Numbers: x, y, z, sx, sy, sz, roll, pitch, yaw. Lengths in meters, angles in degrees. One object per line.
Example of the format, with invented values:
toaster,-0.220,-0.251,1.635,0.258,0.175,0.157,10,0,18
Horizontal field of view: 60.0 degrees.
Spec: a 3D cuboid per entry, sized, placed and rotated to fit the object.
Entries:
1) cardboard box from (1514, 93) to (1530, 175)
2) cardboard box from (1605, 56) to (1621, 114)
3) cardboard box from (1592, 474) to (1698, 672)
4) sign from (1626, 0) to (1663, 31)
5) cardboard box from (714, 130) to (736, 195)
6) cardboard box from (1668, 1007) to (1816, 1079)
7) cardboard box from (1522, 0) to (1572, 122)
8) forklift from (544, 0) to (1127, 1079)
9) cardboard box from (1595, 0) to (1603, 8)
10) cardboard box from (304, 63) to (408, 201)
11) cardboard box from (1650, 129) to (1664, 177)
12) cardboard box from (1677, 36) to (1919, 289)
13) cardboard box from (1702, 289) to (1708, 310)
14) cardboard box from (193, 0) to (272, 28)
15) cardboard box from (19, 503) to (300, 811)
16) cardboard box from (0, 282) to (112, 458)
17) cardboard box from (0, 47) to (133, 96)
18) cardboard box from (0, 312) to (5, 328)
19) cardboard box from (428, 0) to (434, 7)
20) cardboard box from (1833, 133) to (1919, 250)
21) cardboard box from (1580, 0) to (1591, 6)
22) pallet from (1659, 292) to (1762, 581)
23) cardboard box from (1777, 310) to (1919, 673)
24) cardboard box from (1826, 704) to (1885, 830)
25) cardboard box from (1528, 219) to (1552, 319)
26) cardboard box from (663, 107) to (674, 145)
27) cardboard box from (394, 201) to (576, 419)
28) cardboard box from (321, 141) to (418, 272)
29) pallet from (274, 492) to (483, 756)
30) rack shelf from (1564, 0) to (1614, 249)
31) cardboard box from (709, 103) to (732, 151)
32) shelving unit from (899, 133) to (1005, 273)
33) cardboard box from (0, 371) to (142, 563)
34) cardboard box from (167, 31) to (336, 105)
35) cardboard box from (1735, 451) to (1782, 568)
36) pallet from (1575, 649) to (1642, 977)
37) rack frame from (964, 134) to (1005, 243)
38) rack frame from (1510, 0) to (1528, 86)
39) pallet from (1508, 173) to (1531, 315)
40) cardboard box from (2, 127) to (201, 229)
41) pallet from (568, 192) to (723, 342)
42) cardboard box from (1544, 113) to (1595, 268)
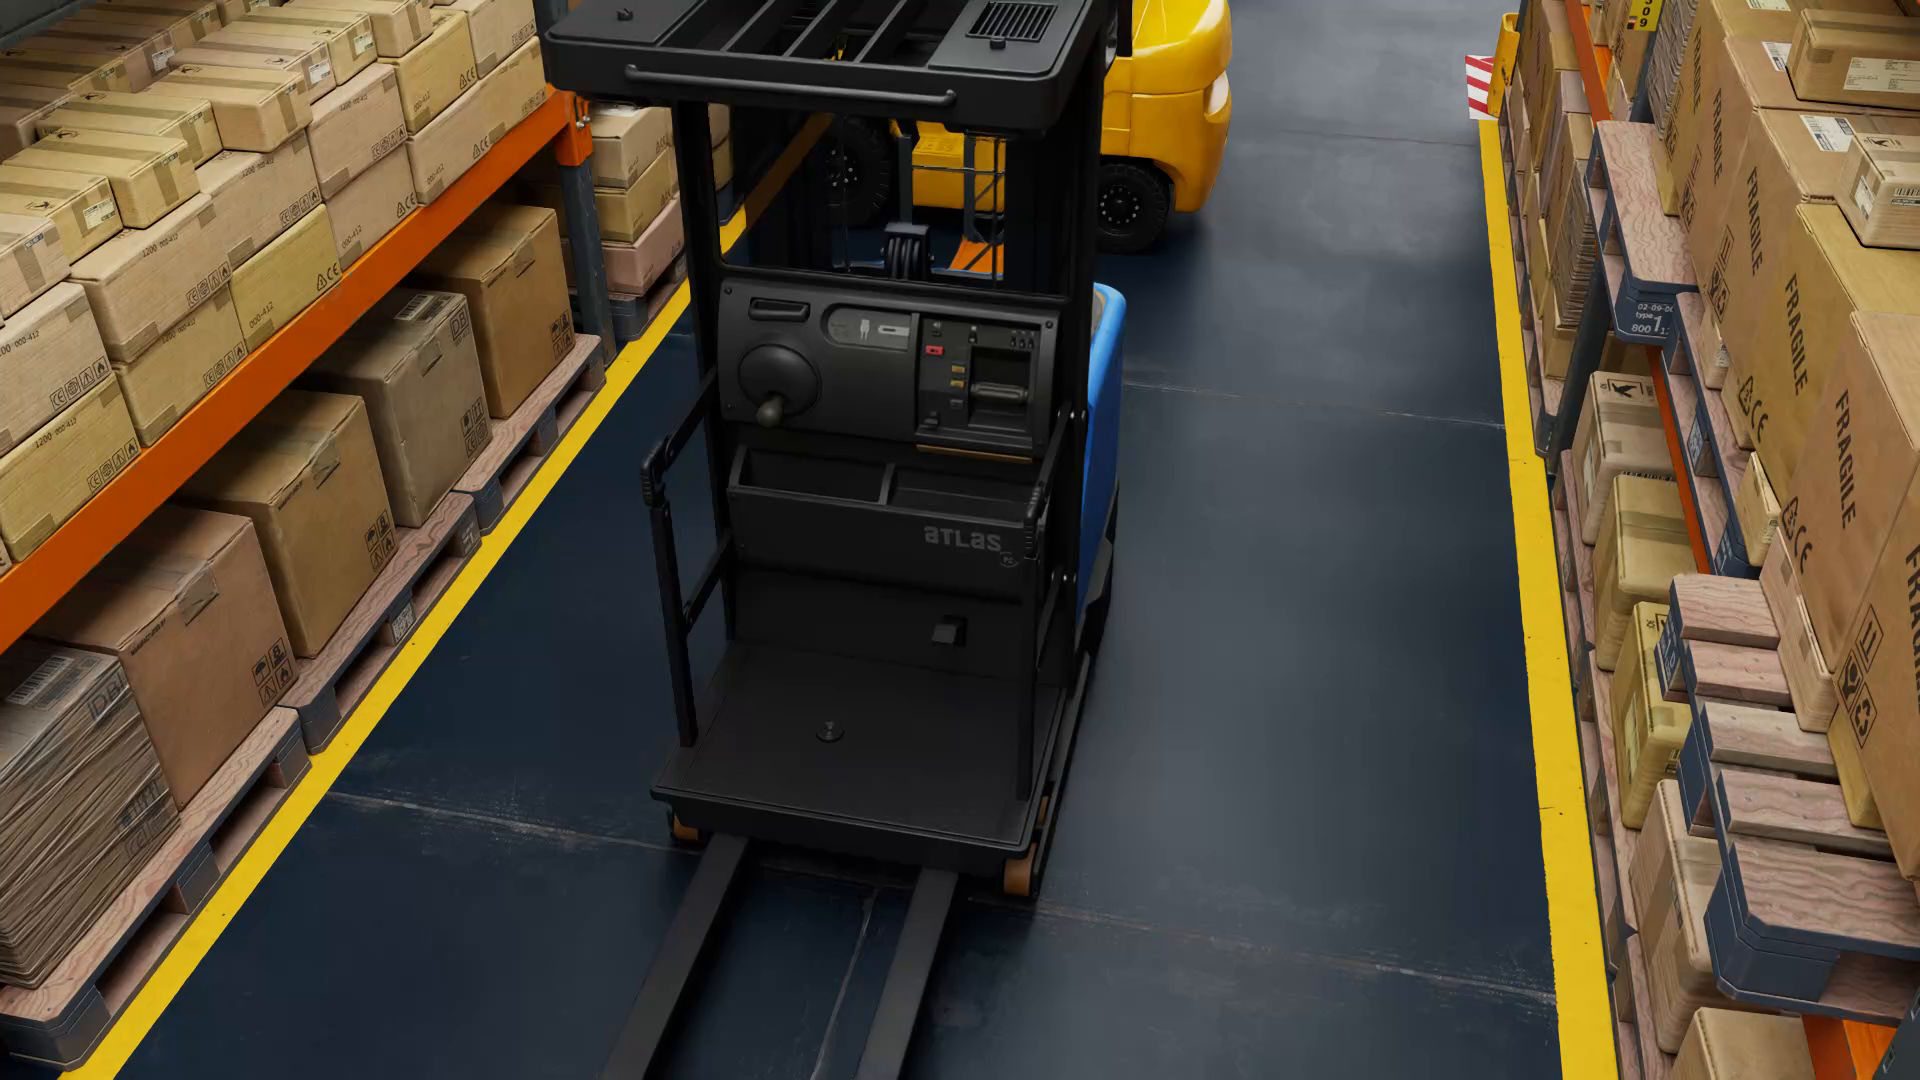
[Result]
cardboard box,3.126,-2.068,8.532,0.500,0.250,0.500,9,37,12
cardboard box,2.647,-1.702,6.256,0.380,0.149,0.250,8,37,11
cardboard box,2.570,0.170,5.340,0.950,0.372,0.625,10,37,13
sign,2.298,-1.851,5.511,0.100,0.325,0.005,7,37,10
cardboard box,-1.405,-1.939,8.355,0.500,0.250,0.500,8,37,11
cardboard box,2.106,1.427,3.606,0.950,0.372,0.625,5,36,7
cardboard box,3.130,-2.349,8.281,0.500,0.500,0.500,6,36,8
forklift,-0.246,-0.399,4.302,1.130,2.935,3.031,7,37,10
cardboard box,2.892,-2.478,6.774,0.500,0.500,0.500,8,37,11
cardboard box,-2.093,-1.297,5.186,0.500,0.250,0.500,8,37,11
cardboard box,2.403,-1.228,5.245,0.380,0.149,0.250,8,37,11
cardboard box,2.224,-0.966,4.331,0.500,0.500,0.500,7,37,10
cardboard box,2.205,-0.630,4.420,0.380,0.149,0.250,8,37,10
cardboard box,-2.502,-1.746,5.466,0.380,0.149,0.250,7,37,10
cardboard box,-2.596,0.296,4.951,0.875,0.625,0.625,8,37,11
cardboard box,-2.433,-0.416,3.970,0.500,0.250,0.500,8,37,11
cardboard box,-2.676,-1.318,4.874,0.380,0.149,0.250,8,37,10
cardboard box,-2.433,-0.517,3.769,0.380,0.149,0.250,8,37,11
cardboard box,-2.017,-1.853,5.612,0.380,0.149,0.250,7,37,10
cardboard box,2.049,-0.711,3.426,0.380,0.149,0.250,6,36,8
cardboard box,2.918,-2.436,7.269,0.380,0.149,0.250,8,37,10
pallet,2.358,-0.206,4.142,1.003,0.211,1.213,7,37,10
cardboard box,1.901,-0.068,3.091,0.500,0.500,0.500,7,36,9
cardboard box,1.802,0.408,2.988,0.380,0.149,0.250,8,37,11
cardboard box,2.798,-1.173,7.298,0.500,0.250,0.500,6,36,9
cardboard box,-1.491,-2.049,7.654,0.500,0.250,0.500,7,37,10
cardboard box,-2.120,-0.965,6.691,0.875,0.625,0.625,9,37,12
cardboard box,-2.110,-1.105,5.346,0.500,0.250,0.500,8,37,10
pallet,-2.398,0.201,5.793,1.003,0.211,1.213,7,37,10
rack shelf,3.257,-2.292,7.470,1.077,0.370,4.000,7,37,10
cardboard box,-1.391,-2.131,8.193,0.500,0.250,0.500,7,37,10
shelving unit,0.151,-1.004,6.357,0.587,1.500,1.083,7,37,10
cardboard box,-2.428,-0.215,4.118,0.500,0.250,0.500,7,36,9
cardboard box,-2.120,-1.400,4.988,0.380,0.149,0.250,8,37,10
cardboard box,1.919,-0.045,3.613,0.380,0.149,0.250,8,37,11
pallet,2.407,0.840,4.911,1.003,0.211,1.213,7,37,10
rack frame,0.263,-1.300,6.766,0.500,1.500,0.032,7,37,10
rack frame,3.684,-3.730,8.841,1.000,3.000,0.127,7,37,10
pallet,3.197,-1.399,8.001,1.003,0.211,1.213,7,37,10
cardboard box,-2.253,-0.954,4.373,0.380,0.149,0.250,8,37,11
pallet,-1.809,-1.379,7.972,1.003,0.211,1.213,7,37,10
cardboard box,2.801,-1.462,7.058,0.500,0.500,0.500,8,37,11
